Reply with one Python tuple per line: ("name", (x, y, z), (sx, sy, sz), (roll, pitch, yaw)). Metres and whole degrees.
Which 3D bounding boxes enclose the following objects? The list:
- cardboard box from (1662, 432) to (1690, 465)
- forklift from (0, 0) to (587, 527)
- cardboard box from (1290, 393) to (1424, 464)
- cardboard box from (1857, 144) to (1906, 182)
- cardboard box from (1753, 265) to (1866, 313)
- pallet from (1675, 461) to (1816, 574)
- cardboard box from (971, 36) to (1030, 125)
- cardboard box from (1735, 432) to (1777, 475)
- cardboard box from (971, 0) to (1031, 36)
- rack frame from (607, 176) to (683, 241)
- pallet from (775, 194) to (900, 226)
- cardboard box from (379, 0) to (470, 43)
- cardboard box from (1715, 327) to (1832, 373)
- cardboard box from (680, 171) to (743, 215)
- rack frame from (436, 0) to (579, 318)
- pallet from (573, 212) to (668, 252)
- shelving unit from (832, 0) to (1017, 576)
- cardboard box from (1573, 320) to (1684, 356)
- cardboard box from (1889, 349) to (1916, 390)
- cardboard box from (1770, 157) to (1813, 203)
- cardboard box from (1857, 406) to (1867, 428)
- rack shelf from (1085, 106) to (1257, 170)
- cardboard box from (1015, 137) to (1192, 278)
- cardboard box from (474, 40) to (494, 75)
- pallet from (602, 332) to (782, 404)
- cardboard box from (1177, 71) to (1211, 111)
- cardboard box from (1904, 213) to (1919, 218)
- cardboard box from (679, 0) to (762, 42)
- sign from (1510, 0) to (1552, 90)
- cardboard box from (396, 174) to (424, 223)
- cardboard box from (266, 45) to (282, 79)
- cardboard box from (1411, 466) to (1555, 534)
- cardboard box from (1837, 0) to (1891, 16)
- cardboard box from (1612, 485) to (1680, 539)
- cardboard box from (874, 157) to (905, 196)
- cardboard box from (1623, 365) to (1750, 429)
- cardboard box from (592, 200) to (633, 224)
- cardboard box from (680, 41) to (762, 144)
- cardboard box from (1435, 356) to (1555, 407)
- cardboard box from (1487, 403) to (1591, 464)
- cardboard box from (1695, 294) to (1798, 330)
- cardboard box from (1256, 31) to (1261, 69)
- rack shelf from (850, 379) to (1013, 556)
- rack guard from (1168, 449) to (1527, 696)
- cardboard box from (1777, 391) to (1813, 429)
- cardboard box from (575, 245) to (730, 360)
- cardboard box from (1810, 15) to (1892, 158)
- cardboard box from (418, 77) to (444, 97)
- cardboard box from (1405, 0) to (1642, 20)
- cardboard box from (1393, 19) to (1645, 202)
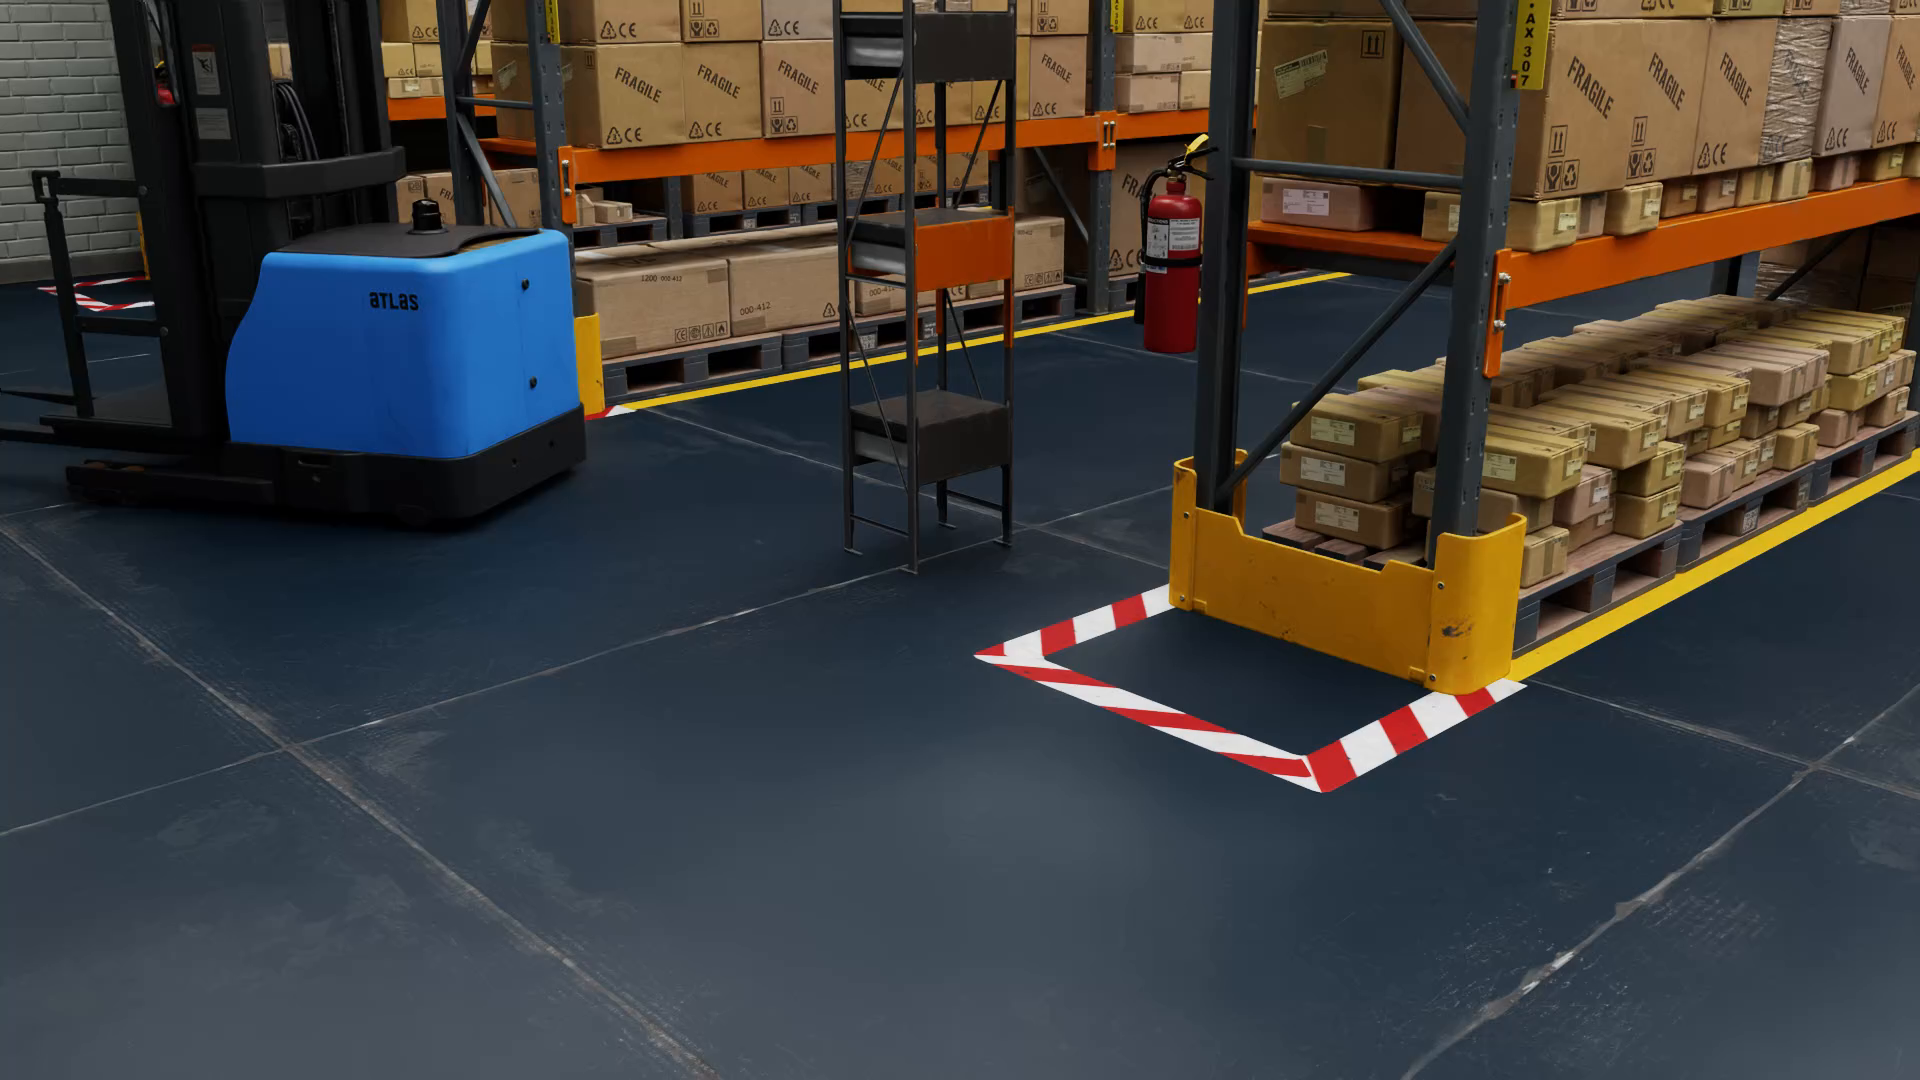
("cardboard box", (2.473, -0.362, 6.196), (0.380, 0.149, 0.250), (16, 24, 41))
("forklift", (-3.228, -1.686, 6.933), (3.031, 2.935, 1.130), (5, 19, 16))
("cardboard box", (1.384, -0.394, 5.813), (0.250, 0.149, 0.380), (-16, 24, -40))
("cardboard box", (3.685, -1.591, 6.937), (0.250, 0.149, 0.380), (-15, 23, -39))
("cardboard box", (4.444, -1.170, 8.602), (0.500, 0.500, 0.500), (-17, 24, -42))
("pallet", (2.729, -0.210, 6.789), (1.213, 0.211, 1.003), (-16, 24, -41))
("cardboard box", (0.074, -2.816, 10.143), (0.500, 0.500, 0.500), (-17, 25, -42))
("cardboard box", (3.041, -0.371, 6.706), (0.250, 0.149, 0.380), (-16, 24, -40))
("cardboard box", (0.078, -3.290, 9.984), (0.500, 0.500, 0.500), (-17, 24, -42))
("rack frame", (-2.808, -4.146, 14.407), (0.127, 3.000, 1.000), (-16, 24, -41))
("pallet", (-1.356, -3.260, 16.196), (1.213, 0.211, 1.003), (-16, 24, -41))
("cardboard box", (-4.110, -4.078, 12.745), (0.500, 0.500, 0.500), (-15, 24, -39))
("cardboard box", (3.423, -0.784, 7.016), (0.250, 0.149, 0.380), (-15, 23, -39))
("cardboard box", (-2.302, -3.208, 14.888), (0.500, 0.500, 0.500), (-15, 23, -38))
("rack frame", (-2.301, -2.186, 8.364), (0.127, 3.000, 1.000), (-16, 24, -41))
("pallet", (-3.308, -2.674, 14.389), (1.213, 0.211, 1.003), (-16, 24, -41))
("shelving unit", (-0.120, -0.964, 6.053), (0.503, 2.100, 0.431), (-16, 24, -41))
("cardboard box", (2.881, -0.840, 7.190), (0.250, 0.149, 0.380), (-16, 24, -40))
("cardboard box", (4.069, -0.793, 7.527), (0.250, 0.149, 0.380), (-16, 24, -40))
("cardboard box", (2.946, -1.366, 6.242), (0.250, 0.149, 0.380), (-16, 24, -40))
("cardboard box", (3.782, -0.594, 7.394), (0.250, 0.149, 0.380), (-15, 23, -39))
("rack shelf", (2.058, -3.116, 12.397), (4.000, 0.370, 1.077), (-16, 24, -41))
("cardboard box", (1.001, -2.372, 11.702), (0.875, 0.875, 0.875), (-15, 23, -39))
("cardboard box", (-3.736, -3.841, 13.228), (0.500, 0.250, 0.500), (-16, 24, -41))
("pallet", (-1.774, -1.047, 9.371), (1.213, 0.211, 1.003), (-16, 24, -41))
("cardboard box", (1.481, -3.107, 11.446), (0.500, 0.250, 0.500), (-17, 25, -42))
("cardboard box", (4.830, -1.634, 8.817), (0.500, 0.250, 0.500), (-15, 23, -38))
("cardboard box", (-1.386, -2.858, 8.654), (0.500, 0.500, 0.500), (-17, 25, -42))
("sign", (1.546, -1.389, 4.501), (0.005, 0.325, 0.100), (-16, 24, -41))
("cardboard box", (-4.557, -2.589, 12.980), (0.500, 0.500, 0.700), (-15, 23, -39))
("cardboard box", (-5.200, -3.404, 11.880), (0.500, 0.250, 0.500), (-16, 24, -41))
("cardboard box", (1.730, -0.137, 5.503), (0.250, 0.149, 0.380), (-15, 23, -39))
("cardboard box", (3.170, -2.234, 6.247), (0.500, 0.500, 0.500), (-15, 24, -39))
("cardboard box", (2.344, -0.139, 5.991), (0.250, 0.149, 0.380), (-16, 24, -40))
("cardboard box", (-0.810, -3.651, 16.253), (0.500, 0.500, 0.500), (-15, 23, -39))
("cardboard box", (2.730, -0.543, 6.274), (0.250, 0.149, 0.380), (-16, 24, -40))
("cardboard box", (-3.011, -2.805, 14.215), (0.380, 0.149, 0.250), (17, 25, 42))
("cardboard box", (-1.407, -2.385, 8.814), (0.500, 0.500, 0.500), (-17, 24, -42))
("cardboard box", (2.095, -0.628, 6.534), (0.250, 0.149, 0.380), (-15, 23, -39))
("cardboard box", (1.905, -0.345, 5.663), (0.250, 0.149, 0.380), (-16, 24, -40))
("cardboard box", (3.687, -1.046, 7.825), (0.250, 0.149, 0.380), (-15, 23, -39))
("cardboard box", (1.863, -3.448, 11.689), (0.500, 0.250, 0.500), (-16, 24, -40))
("rack shelf", (-0.120, -0.285, 6.273), (0.480, 0.518, 0.431), (-16, 24, -41))
("rack guard", (1.228, 0.075, 5.444), (0.348, 0.500, 1.175), (-16, 24, -41))
("cardboard box", (3.277, -0.583, 6.878), (0.250, 0.149, 0.380), (-16, 24, -40))
("cardboard box", (-1.890, -1.330, 9.195), (0.875, 0.438, 0.875), (17, 24, 42))
("cardboard box", (3.182, -1.754, 6.388), (0.500, 0.500, 0.500), (-16, 24, -41))
("cardboard box", (-4.139, -3.509, 12.851), (0.250, 0.149, 0.380), (-16, 24, -40))
("cardboard box", (1.682, -1.799, 4.904), (0.500, 0.500, 0.500), (-16, 24, -41))
("cardboard box", (1.689, -1.321, 5.050), (0.500, 0.500, 0.500), (-15, 23, -38))
